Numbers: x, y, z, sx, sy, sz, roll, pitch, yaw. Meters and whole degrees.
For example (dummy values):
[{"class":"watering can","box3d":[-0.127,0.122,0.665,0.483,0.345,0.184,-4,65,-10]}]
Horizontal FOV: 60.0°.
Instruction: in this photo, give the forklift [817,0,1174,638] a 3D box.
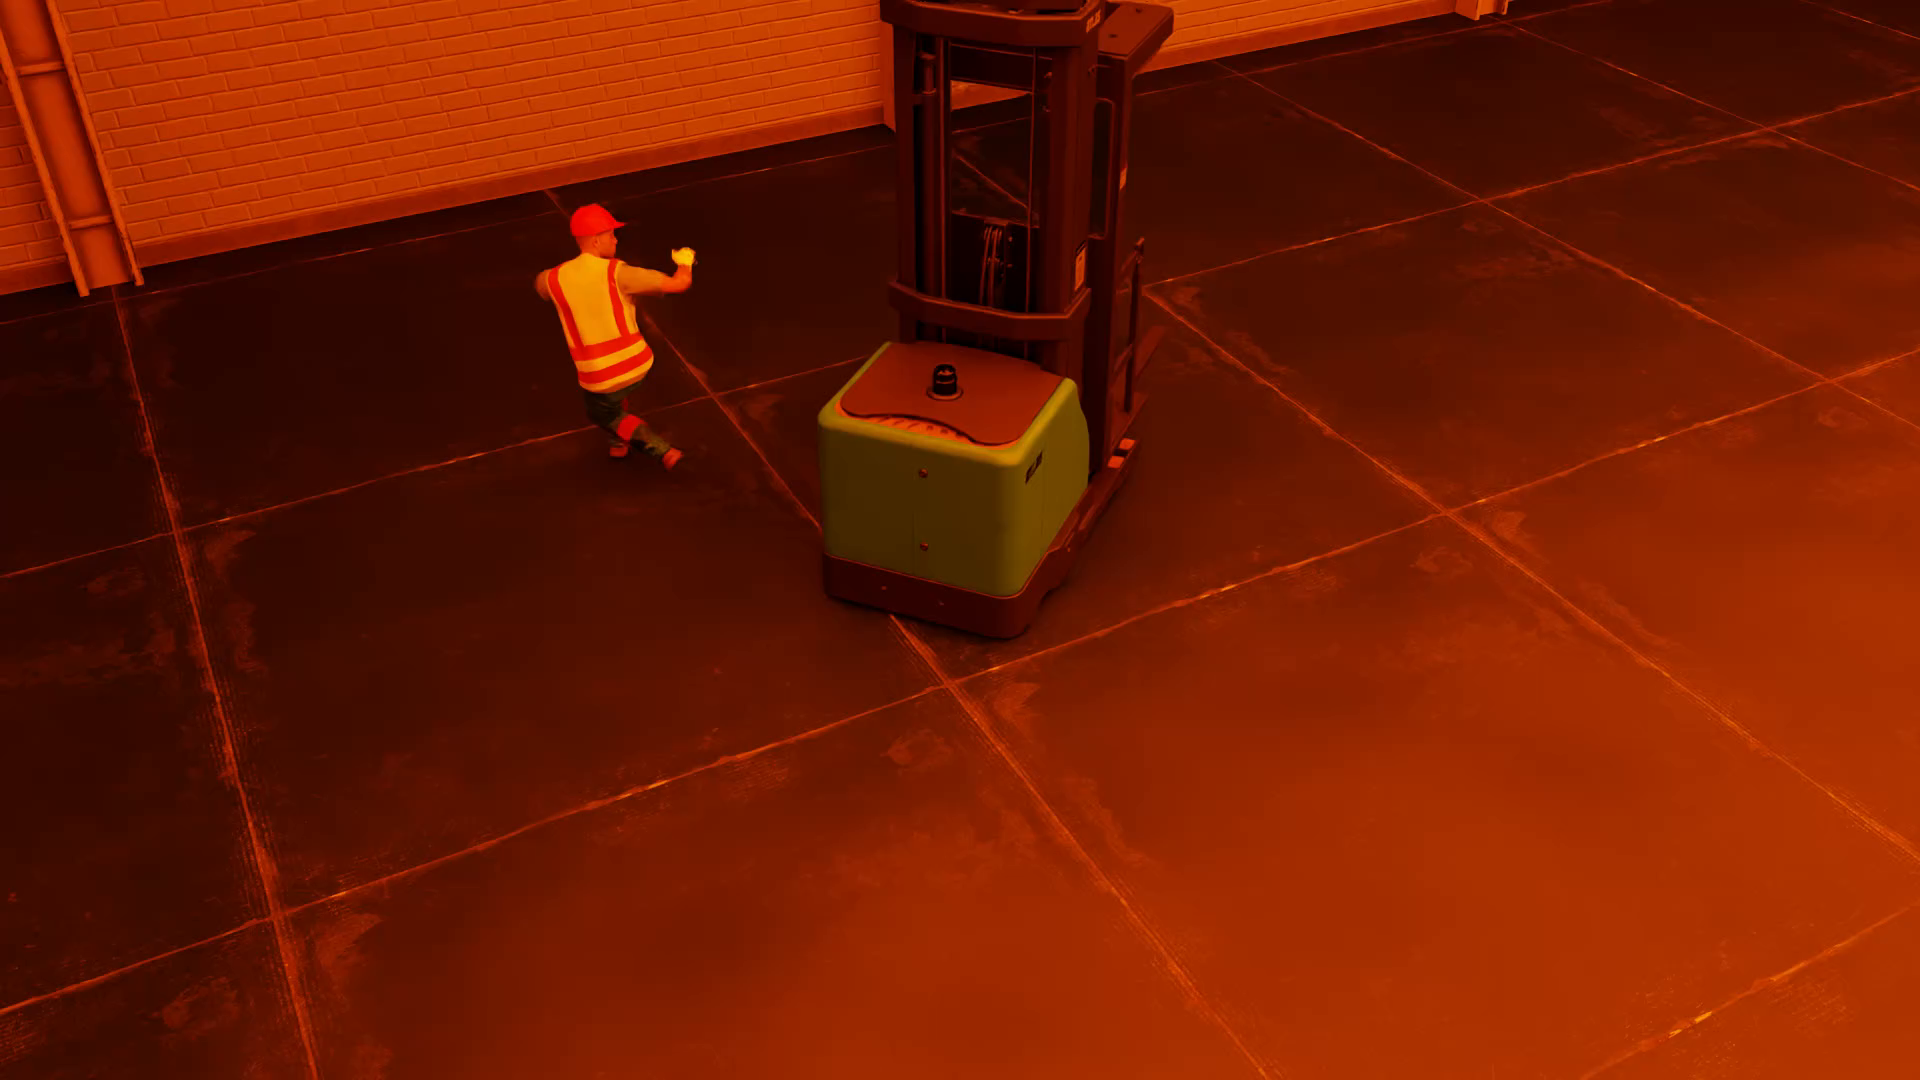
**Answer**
[{"class":"forklift","box3d":[0.357,-1.575,8.351,1.130,2.935,3.031,13,37,18]}]

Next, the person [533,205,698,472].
[{"class":"person","box3d":[-1.806,-1.122,8.965,0.845,1.506,1.130,-15,38,-20]}]
